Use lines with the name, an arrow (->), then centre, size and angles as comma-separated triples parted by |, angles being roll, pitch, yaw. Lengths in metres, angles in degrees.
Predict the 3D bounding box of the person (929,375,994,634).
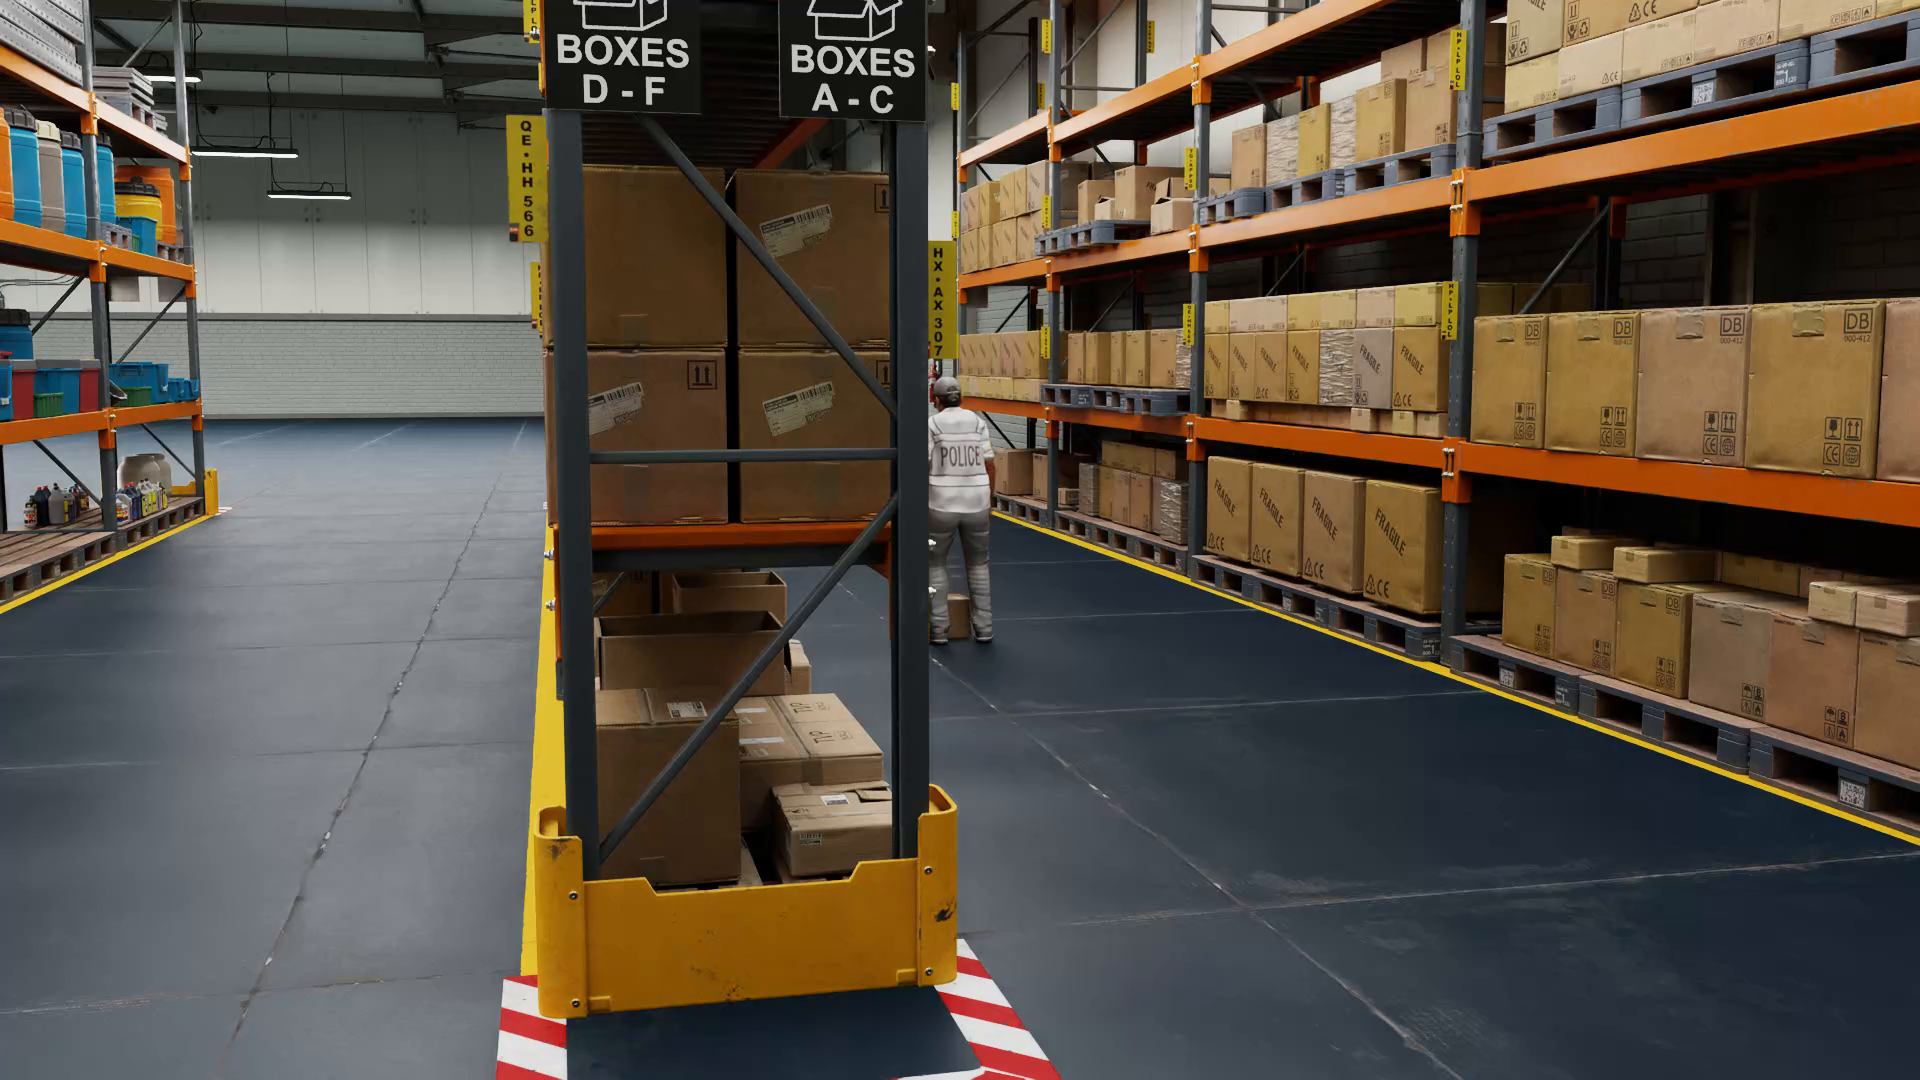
person -> -0.053, -0.223, 10.384 | 0.531, 1.601, 0.463 | -2, 7, -17
